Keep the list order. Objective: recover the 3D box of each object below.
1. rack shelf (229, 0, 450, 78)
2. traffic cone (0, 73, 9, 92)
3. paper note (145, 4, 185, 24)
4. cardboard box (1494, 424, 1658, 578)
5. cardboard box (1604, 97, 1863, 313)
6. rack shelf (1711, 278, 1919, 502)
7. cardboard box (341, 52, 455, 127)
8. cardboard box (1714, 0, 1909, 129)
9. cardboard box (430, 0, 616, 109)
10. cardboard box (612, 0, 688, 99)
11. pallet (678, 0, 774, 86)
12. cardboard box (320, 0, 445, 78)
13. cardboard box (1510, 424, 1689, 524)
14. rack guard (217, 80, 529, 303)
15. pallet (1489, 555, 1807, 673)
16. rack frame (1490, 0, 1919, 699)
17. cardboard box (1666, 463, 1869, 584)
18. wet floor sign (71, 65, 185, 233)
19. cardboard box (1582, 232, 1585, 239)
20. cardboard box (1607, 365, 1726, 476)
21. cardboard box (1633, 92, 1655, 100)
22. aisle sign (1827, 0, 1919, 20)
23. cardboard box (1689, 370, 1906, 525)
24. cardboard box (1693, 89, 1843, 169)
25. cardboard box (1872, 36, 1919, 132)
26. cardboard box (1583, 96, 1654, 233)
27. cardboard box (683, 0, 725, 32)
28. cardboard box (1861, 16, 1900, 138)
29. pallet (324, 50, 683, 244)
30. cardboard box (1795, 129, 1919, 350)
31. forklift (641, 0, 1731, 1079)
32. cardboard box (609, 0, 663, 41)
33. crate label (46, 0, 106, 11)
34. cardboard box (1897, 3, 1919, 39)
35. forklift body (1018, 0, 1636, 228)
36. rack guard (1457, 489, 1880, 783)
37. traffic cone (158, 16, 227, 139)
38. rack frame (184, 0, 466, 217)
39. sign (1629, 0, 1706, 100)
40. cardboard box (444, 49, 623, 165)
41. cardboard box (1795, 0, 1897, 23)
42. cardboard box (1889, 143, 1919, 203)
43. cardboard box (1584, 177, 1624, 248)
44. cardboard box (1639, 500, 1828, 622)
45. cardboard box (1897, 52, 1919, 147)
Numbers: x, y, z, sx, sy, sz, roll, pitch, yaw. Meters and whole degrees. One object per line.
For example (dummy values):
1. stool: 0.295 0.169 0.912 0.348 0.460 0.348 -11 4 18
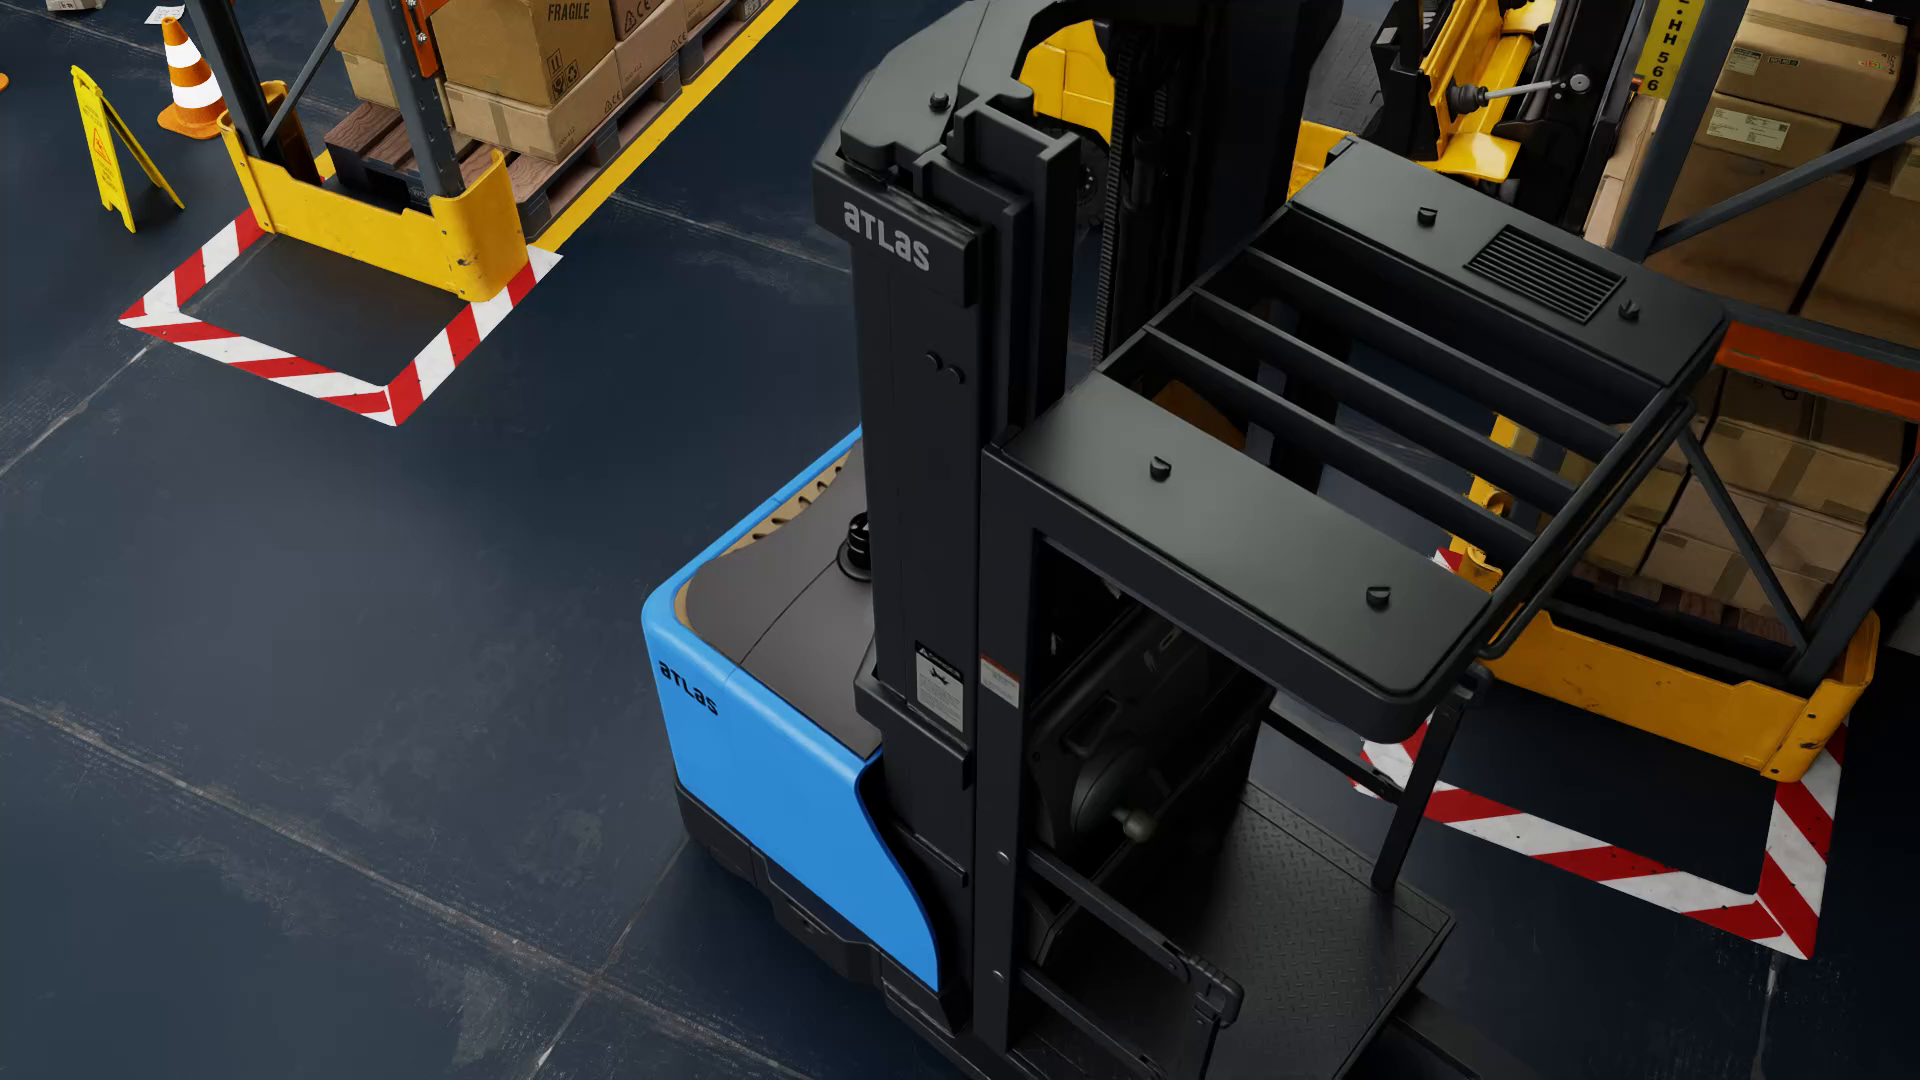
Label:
1. rack shelf: -1.498 -3.289 7.052 1.077 0.370 4.000 20 52 16
2. traffic cone: -4.484 -2.166 7.289 0.336 0.463 0.334 20 52 16
3. paper note: -3.748 -2.482 7.842 0.148 0.019 0.142 4 50 3
4. cardboard box: 2.052 -0.204 5.484 0.500 0.250 0.500 20 53 16
5. cardboard box: 2.110 -0.990 4.557 0.500 0.500 0.500 19 52 15
6. rack shelf: 2.992 -1.677 5.680 1.077 0.370 4.000 20 52 16
7. cardboard box: -2.240 -2.051 7.055 0.500 0.250 0.500 20 52 16
8. cardboard box: 2.100 -1.187 4.104 0.380 0.149 0.250 20 52 16
9. cardboard box: -1.748 -2.116 6.618 0.500 0.500 0.500 18 52 15
10. cardboard box: -1.533 -2.205 7.186 0.500 0.250 0.500 22 53 17
11. pallet: -1.418 -2.679 7.891 1.003 0.211 1.213 20 52 16
12. cardboard box: -2.246 -2.270 6.749 0.500 0.500 0.500 20 53 16
13. cardboard box: 2.062 -0.377 5.303 0.500 0.250 0.500 19 52 16
14. rack guard: -2.320 -1.388 6.603 1.175 0.500 0.348 20 52 16
15. pallet: 2.426 -0.170 5.756 1.003 0.211 1.213 20 52 16
16. rack frame: 2.137 -0.533 4.234 1.000 3.000 0.127 20 52 16
17. cardboard box: 2.526 -0.196 5.149 0.500 0.250 0.500 21 53 17
18. wet floor sign: -3.401 -1.600 6.688 0.232 0.644 0.267 -37 59 -27
19. cardboard box: 2.488 -1.081 5.902 0.500 0.250 0.500 19 52 15
20. cardboard box: 2.052 -0.521 5.097 0.500 0.250 0.500 21 53 17
21. cardboard box: 2.695 -1.571 5.991 0.500 0.250 0.500 19 52 15
22. aisle sign: 1.843 -1.426 3.287 0.394 0.787 0.004 20 52 16
23. cardboard box: 2.514 -0.371 4.970 0.500 0.250 0.500 19 52 16
24. cardboard box: 2.032 -1.105 4.230 0.380 0.149 0.250 21 53 17
25. cardboard box: 2.564 -1.115 4.238 0.380 0.149 0.250 20 52 16
26. cardboard box: 2.471 -1.225 5.696 0.500 0.250 0.500 20 53 17
27. cardboard box: -1.311 -2.585 7.510 0.500 0.250 0.500 23 53 18
28. cardboard box: 2.802 -1.182 4.721 0.500 0.500 0.500 21 53 17
29. pallet: -1.941 -1.842 7.179 1.003 0.211 1.213 20 52 16
30. cardboard box: 2.600 -0.816 4.409 0.500 0.500 0.500 21 53 17
31. forklift: 0.619 0.361 3.518 3.031 2.935 1.130 33 57 25
32. cardboard box: -1.529 -2.477 6.925 0.500 0.500 0.500 18 52 15
33. crate label: -4.204 -2.622 7.891 0.250 0.136 0.298 -4 50 -3
34. cardboard box: 2.679 -1.288 4.385 0.380 0.149 0.250 19 52 15
35. forklift body: 1.298 -2.157 6.173 2.313 2.155 1.214 20 52 16
36. rack guard: 2.127 0.294 5.172 1.175 0.500 0.348 20 52 16
37. traffic cone: -3.335 -2.039 7.181 0.336 0.463 0.334 20 52 16
38. rack frame: -2.352 -2.145 5.606 1.000 3.000 0.127 20 52 16
39. sign: 1.652 -1.171 3.861 0.100 0.325 0.005 20 52 16
40. cardboard box: -1.758 -1.856 6.889 0.500 0.250 0.500 19 52 16
41. cardboard box: 2.177 -1.367 4.257 0.380 0.149 0.250 20 52 16
42. cardboard box: 2.517 -0.925 4.076 0.380 0.149 0.250 19 52 15
43. cardboard box: 2.265 -0.874 5.397 0.500 0.250 0.500 21 53 17
44. cardboard box: 2.524 -0.053 5.355 0.500 0.250 0.500 20 52 16
45. cardboard box: 2.474 -1.034 3.973 0.380 0.149 0.250 19 52 15
